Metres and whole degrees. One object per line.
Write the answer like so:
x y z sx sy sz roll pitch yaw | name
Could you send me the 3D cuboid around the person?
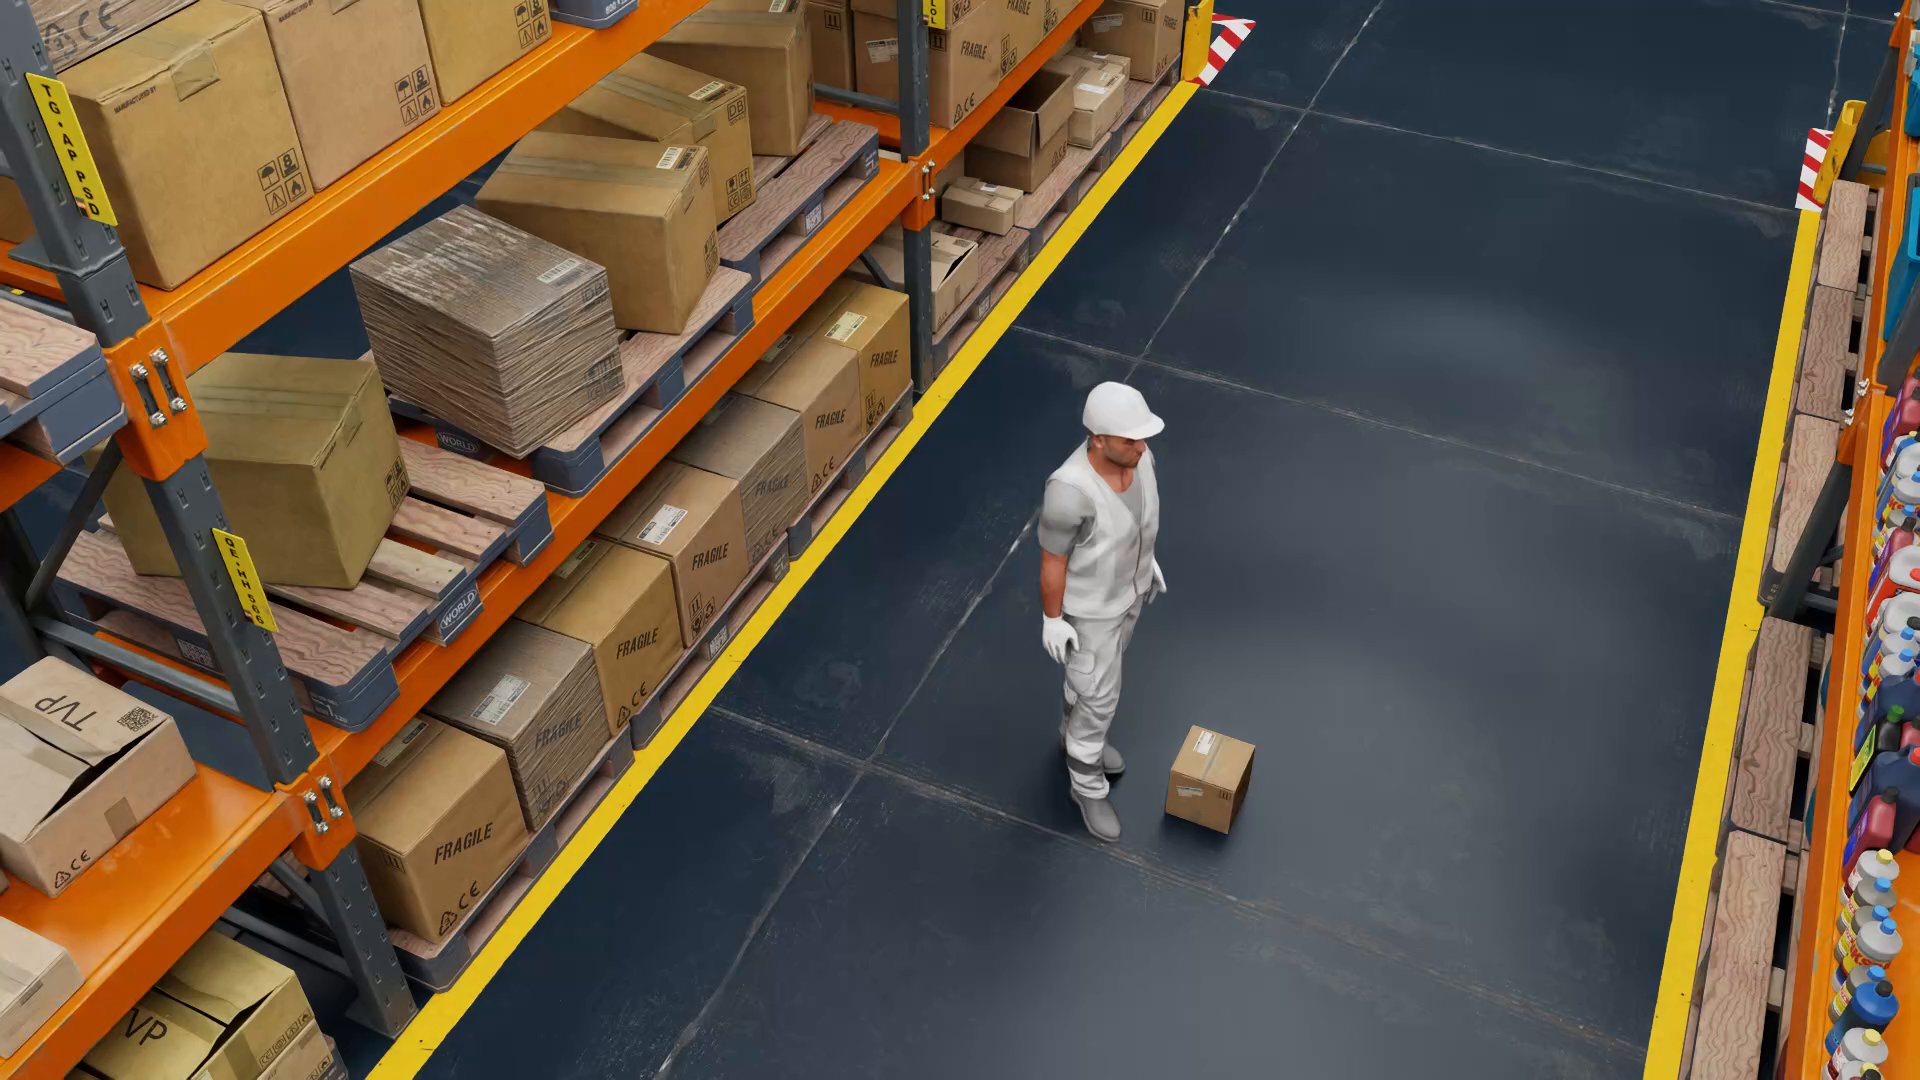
0.554 0.231 5.880 0.483 1.804 0.577 27 48 27 | person
